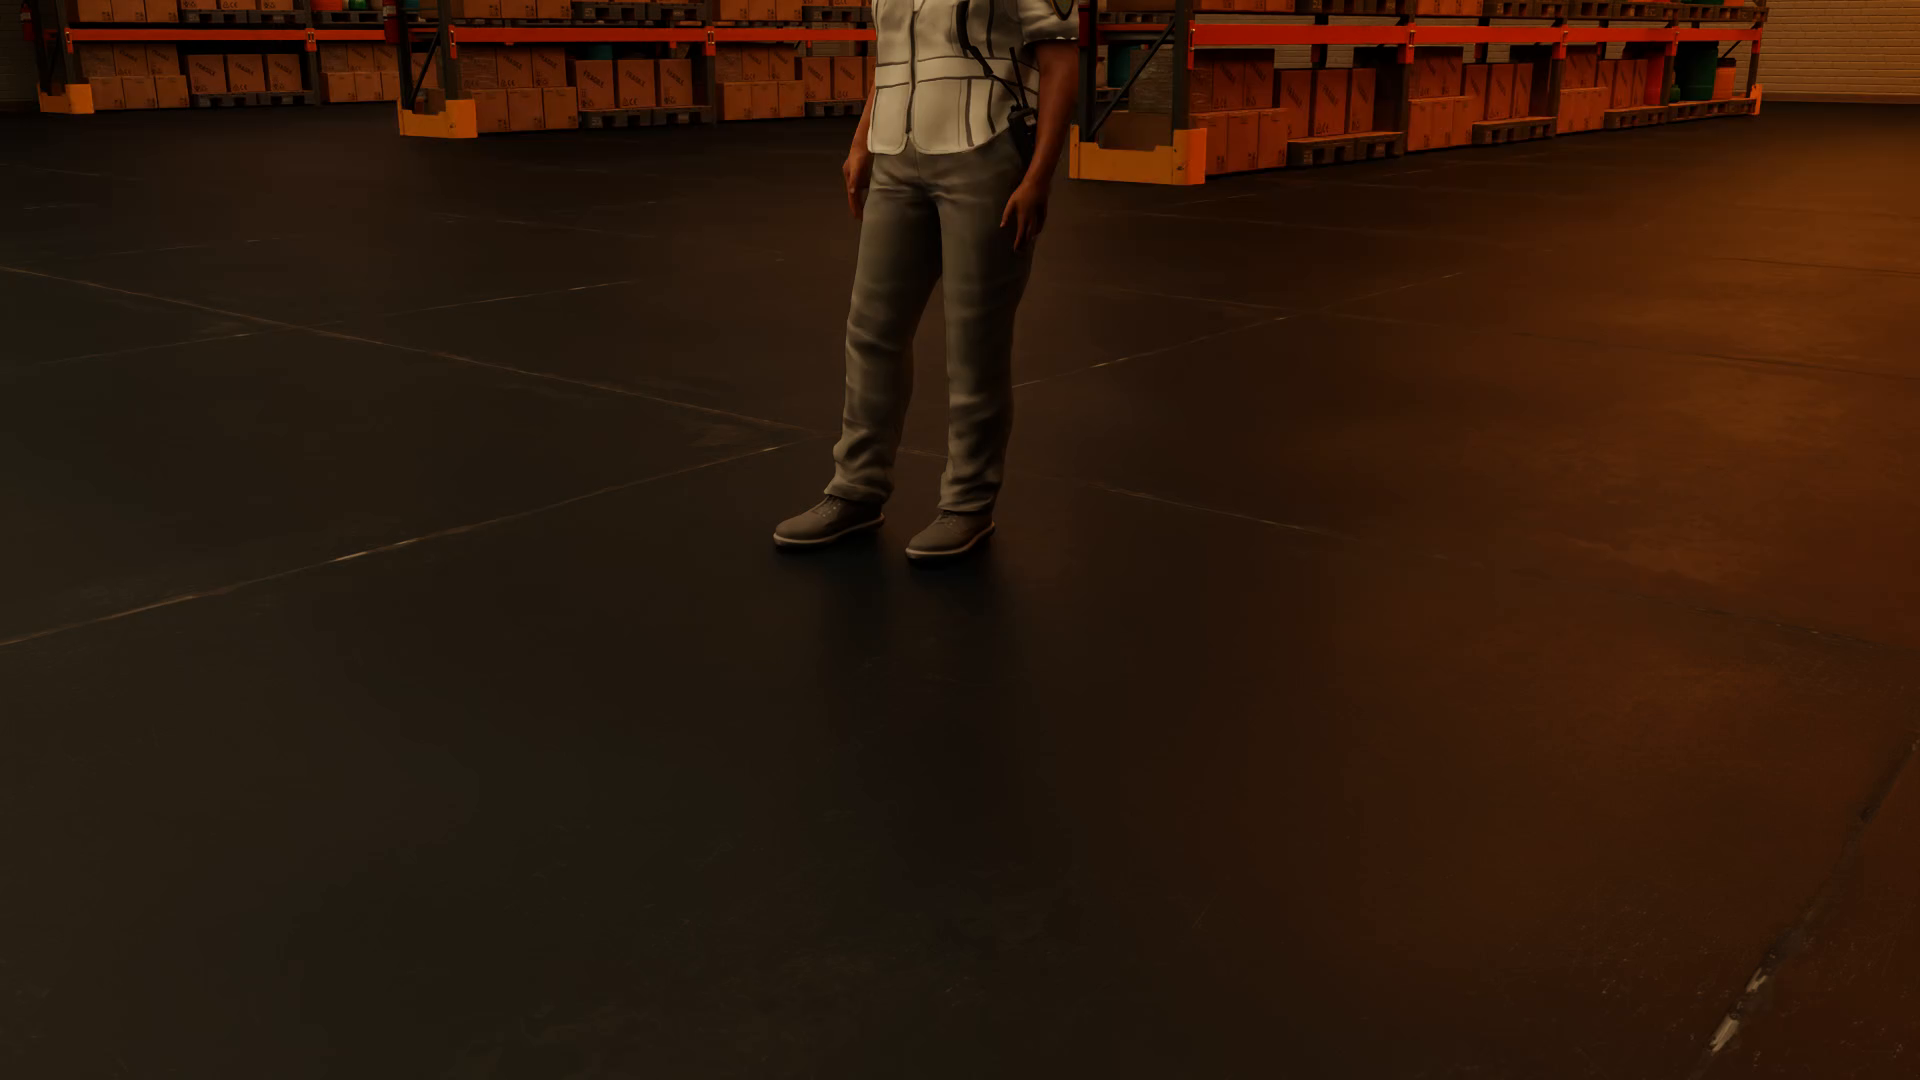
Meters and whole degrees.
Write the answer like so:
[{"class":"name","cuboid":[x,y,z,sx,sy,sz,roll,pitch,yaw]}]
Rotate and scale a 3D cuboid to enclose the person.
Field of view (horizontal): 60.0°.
[{"class":"person","cuboid":[-0.067,-0.791,3.655,0.598,1.670,0.529,13,21,37]}]
